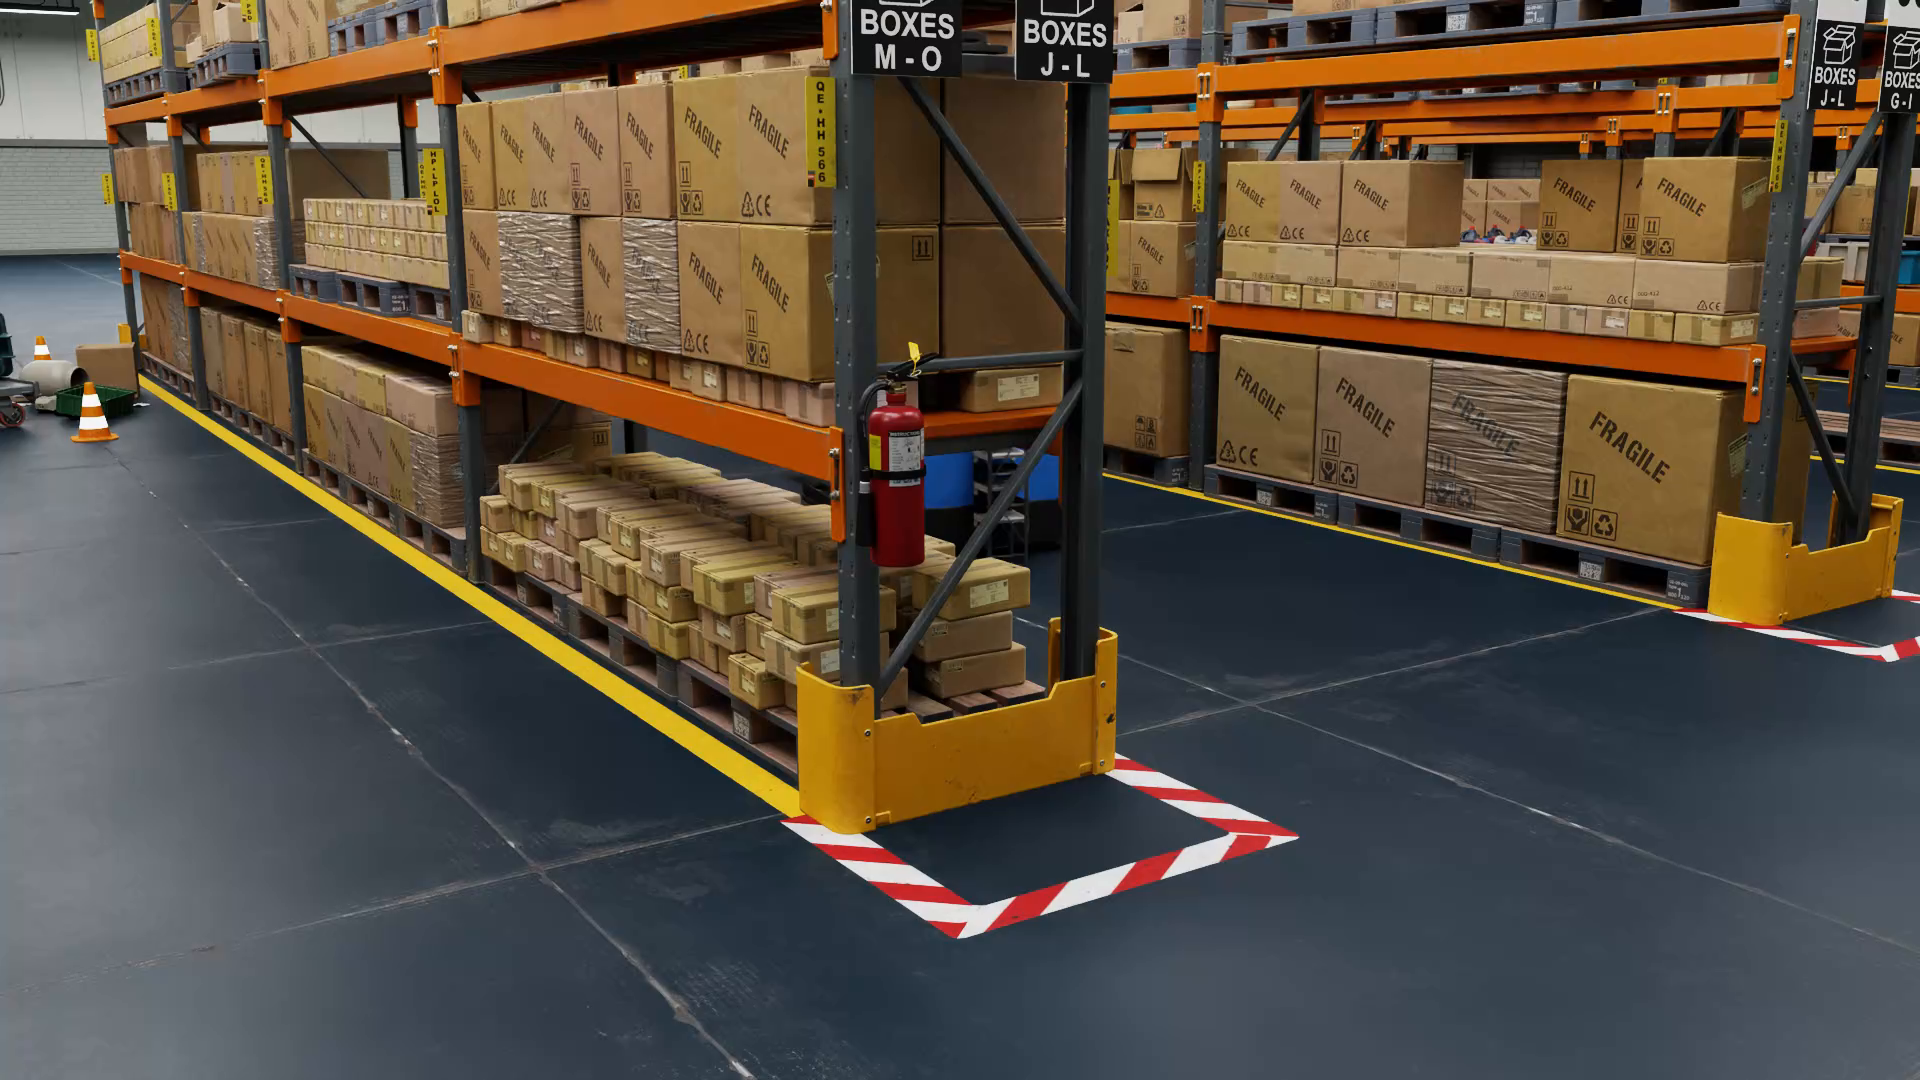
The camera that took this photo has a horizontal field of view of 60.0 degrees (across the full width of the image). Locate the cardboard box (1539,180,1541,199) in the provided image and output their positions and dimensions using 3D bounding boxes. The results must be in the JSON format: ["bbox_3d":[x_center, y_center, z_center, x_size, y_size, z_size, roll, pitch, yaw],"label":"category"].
[{"bbox_3d":[9.438,-5.393,26.051,0.500,0.500,0.500,-8,15,-33],"label":"cardboard box"}]

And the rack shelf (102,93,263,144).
[{"bbox_3d":[-7.706,-4.184,16.637,1.077,0.370,4.000,-8,15,-33],"label":"rack shelf"}]

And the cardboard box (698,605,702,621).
[{"bbox_3d":[-0.832,0.249,6.694,0.380,0.149,0.250,-8,15,-33],"label":"cardboard box"}]

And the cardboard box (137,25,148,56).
[{"bbox_3d":[-7.365,-4.653,15.535,0.500,0.250,0.500,-8,15,-33],"label":"cardboard box"}]

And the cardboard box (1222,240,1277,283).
[{"bbox_3d":[2.062,-1.818,10.811,0.500,0.250,0.500,-8,15,-34],"label":"cardboard box"}]

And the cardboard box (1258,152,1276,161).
[{"bbox_3d":[4.751,-5.484,24.648,0.700,0.500,0.500,-8,15,-33],"label":"cardboard box"}]

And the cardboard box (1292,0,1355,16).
[{"bbox_3d":[2.503,-3.497,10.360,0.700,0.500,0.500,-9,15,-36],"label":"cardboard box"}]

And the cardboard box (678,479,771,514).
[{"bbox_3d":[-1.128,-0.186,7.987,0.380,0.149,0.250,-9,15,-35],"label":"cardboard box"}]

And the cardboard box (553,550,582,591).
[{"bbox_3d":[-1.721,0.123,7.968,0.380,0.149,0.250,-8,15,-34],"label":"cardboard box"}]

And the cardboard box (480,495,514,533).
[{"bbox_3d":[-2.231,-0.147,8.508,0.380,0.149,0.250,-7,14,-30],"label":"cardboard box"}]

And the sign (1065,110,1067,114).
[{"bbox_3d":[1.246,-5.277,19.927,0.100,0.325,0.005,-8,15,-33],"label":"sign"}]

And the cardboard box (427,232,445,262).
[{"bbox_3d":[-2.698,-1.614,9.129,0.380,0.149,0.250,-8,15,-32],"label":"cardboard box"}]

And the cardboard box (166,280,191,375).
[{"bbox_3d":[-7.391,-2.162,16.717,0.875,0.875,0.875,-8,15,-32],"label":"cardboard box"}]

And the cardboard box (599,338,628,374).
[{"bbox_3d":[-1.324,-0.809,7.130,0.380,0.149,0.250,-7,14,-31],"label":"cardboard box"}]

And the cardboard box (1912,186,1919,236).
[{"bbox_3d":[10.192,-3.398,17.160,0.500,0.500,0.700,9,15,36],"label":"cardboard box"}]

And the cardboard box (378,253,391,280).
[{"bbox_3d":[-3.275,-1.653,10.004,0.380,0.149,0.250,-7,14,-30],"label":"cardboard box"}]

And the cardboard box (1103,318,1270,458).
[{"bbox_3d":[1.648,-1.140,12.042,1.225,0.875,0.875,-8,15,-33],"label":"cardboard box"}]

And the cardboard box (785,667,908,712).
[{"bbox_3d":[-0.415,0.538,6.070,0.380,0.149,0.250,-8,15,-32],"label":"cardboard box"}]

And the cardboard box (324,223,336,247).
[{"bbox_3d":[-3.979,-2.026,11.015,0.380,0.149,0.250,-9,15,-35],"label":"cardboard box"}]

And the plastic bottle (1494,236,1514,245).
[{"bbox_3d":[4.970,-2.638,15.195,0.152,0.276,0.135,-8,15,-33],"label":"plastic bottle"}]

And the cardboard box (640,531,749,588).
[{"bbox_3d":[-1.080,0.075,6.795,0.380,0.149,0.250,-7,14,-31],"label":"cardboard box"}]

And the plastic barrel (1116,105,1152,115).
[{"bbox_3d":[2.173,-5.516,19.867,0.600,0.901,0.708,-8,15,-33],"label":"plastic barrel"}]

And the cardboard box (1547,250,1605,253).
[{"bbox_3d":[3.625,-1.520,9.448,0.500,0.250,0.500,-9,15,-35],"label":"cardboard box"}]

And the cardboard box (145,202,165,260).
[{"bbox_3d":[-7.714,-3.140,16.846,0.875,0.550,0.500,-8,15,-33],"label":"cardboard box"}]

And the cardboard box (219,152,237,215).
[{"bbox_3d":[-5.752,-2.983,13.908,0.700,0.500,0.500,-8,15,-32],"label":"cardboard box"}]

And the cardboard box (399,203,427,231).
[{"bbox_3d":[-2.987,-1.854,9.530,0.380,0.149,0.250,-8,15,-33],"label":"cardboard box"}]

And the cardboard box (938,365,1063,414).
[{"bbox_3d":[0.144,-0.554,5.963,0.380,0.149,0.250,-8,15,-33],"label":"cardboard box"}]

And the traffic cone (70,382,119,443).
[{"bbox_3d":[-7.112,-1.058,13.617,0.336,0.463,0.334,-8,15,-33],"label":"traffic cone"}]

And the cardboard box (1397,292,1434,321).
[{"bbox_3d":[2.771,-1.369,9.690,0.380,0.149,0.250,-9,15,-34],"label":"cardboard box"}]

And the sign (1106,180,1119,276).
[{"bbox_3d":[0.502,-1.068,5.696,0.100,0.325,0.005,-8,15,-33],"label":"sign"}]

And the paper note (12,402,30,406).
[{"bbox_3d":[-8.874,-1.285,15.686,0.172,0.023,0.155,-3,13,-13],"label":"paper note"}]

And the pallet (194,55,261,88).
[{"bbox_3d":[-5.405,-3.683,13.104,1.003,0.211,1.213,-7,14,-30],"label":"pallet"}]

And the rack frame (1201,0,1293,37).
[{"bbox_3d":[2.019,-4.792,10.710,1.000,3.000,0.127,-8,15,-33],"label":"rack frame"}]

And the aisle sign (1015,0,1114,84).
[{"bbox_3d":[0.341,-1.873,5.320,0.394,0.787,0.004,-8,15,-33],"label":"aisle sign"}]

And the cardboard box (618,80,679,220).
[{"bbox_3d":[-0.986,-1.497,6.413,0.500,0.500,0.500,-7,14,-30],"label":"cardboard box"}]

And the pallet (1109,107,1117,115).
[{"bbox_3d":[1.229,-5.360,20.771,1.213,0.211,1.003,-8,15,-33],"label":"pallet"}]

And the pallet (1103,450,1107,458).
[{"bbox_3d":[0.849,-0.844,13.228,1.003,0.211,1.213,-8,15,-33],"label":"pallet"}]

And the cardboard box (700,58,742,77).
[{"bbox_3d":[-2.235,-4.909,17.044,0.797,0.503,0.637,-9,15,-36],"label":"cardboard box"}]

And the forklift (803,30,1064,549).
[{"bbox_3d":[-0.376,-1.627,10.441,1.130,2.935,3.031,-5,13,-21],"label":"forklift"}]

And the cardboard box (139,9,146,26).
[{"bbox_3d":[-7.345,-4.818,15.355,0.380,0.149,0.250,-8,15,-33],"label":"cardboard box"}]

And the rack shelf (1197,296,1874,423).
[{"bbox_3d":[3.127,-1.154,9.801,1.077,0.370,4.000,-8,15,-33],"label":"rack shelf"}]

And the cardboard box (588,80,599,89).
[{"bbox_3d":[-4.141,-5.317,19.552,0.380,0.149,0.250,-8,15,-33],"label":"cardboard box"}]

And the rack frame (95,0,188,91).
[{"bbox_3d":[-8.814,-6.357,17.866,1.000,3.000,0.127,-8,15,-33],"label":"rack frame"}]

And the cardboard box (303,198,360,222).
[{"bbox_3d":[-4.285,-2.270,11.435,0.380,0.149,0.250,-8,15,-33],"label":"cardboard box"}]

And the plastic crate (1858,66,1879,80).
[{"bbox_3d":[6.603,-3.595,12.566,0.497,0.269,0.590,-8,15,-33],"label":"plastic crate"}]

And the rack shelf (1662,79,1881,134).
[{"bbox_3d":[7.251,-3.206,12.161,1.077,0.370,4.000,-8,15,-33],"label":"rack shelf"}]

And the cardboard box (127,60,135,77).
[{"bbox_3d":[-7.912,-4.610,16.269,0.380,0.149,0.250,-8,15,-33],"label":"cardboard box"}]

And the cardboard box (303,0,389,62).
[{"bbox_3d":[-3.723,-3.208,10.255,0.500,0.500,0.500,-8,15,-33],"label":"cardboard box"}]

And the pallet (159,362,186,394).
[{"bbox_3d":[-7.634,-1.714,17.206,1.003,0.211,1.213,-8,15,-33],"label":"pallet"}]

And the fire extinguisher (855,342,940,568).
[{"bbox_3d":[-0.194,-0.261,5.088,0.296,0.674,0.183,-8,15,-33],"label":"fire extinguisher"}]

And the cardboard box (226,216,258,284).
[{"bbox_3d":[-5.407,-2.278,13.024,0.500,0.500,0.500,-8,15,-34],"label":"cardboard box"}]

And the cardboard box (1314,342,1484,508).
[{"bbox_3d":[2.817,-0.741,10.221,0.875,0.875,0.875,-8,15,-33],"label":"cardboard box"}]

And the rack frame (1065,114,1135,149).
[{"bbox_3d":[1.710,-3.870,20.537,1.000,3.000,0.127,-8,15,-33],"label":"rack frame"}]

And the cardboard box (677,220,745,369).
[{"bbox_3d":[-0.694,-0.916,6.100,0.500,0.500,0.500,-8,15,-34],"label":"cardboard box"}]

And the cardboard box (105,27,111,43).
[{"bbox_3d":[-8.614,-5.225,17.217,0.380,0.149,0.250,-8,15,-34],"label":"cardboard box"}]

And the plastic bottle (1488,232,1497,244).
[{"bbox_3d":[5.121,-2.827,16.041,0.061,0.283,0.133,-8,15,-33],"label":"plastic bottle"}]

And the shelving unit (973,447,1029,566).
[{"bbox_3d":[0.228,-0.313,9.186,0.258,0.900,0.210,-5,13,-21],"label":"shelving unit"}]
